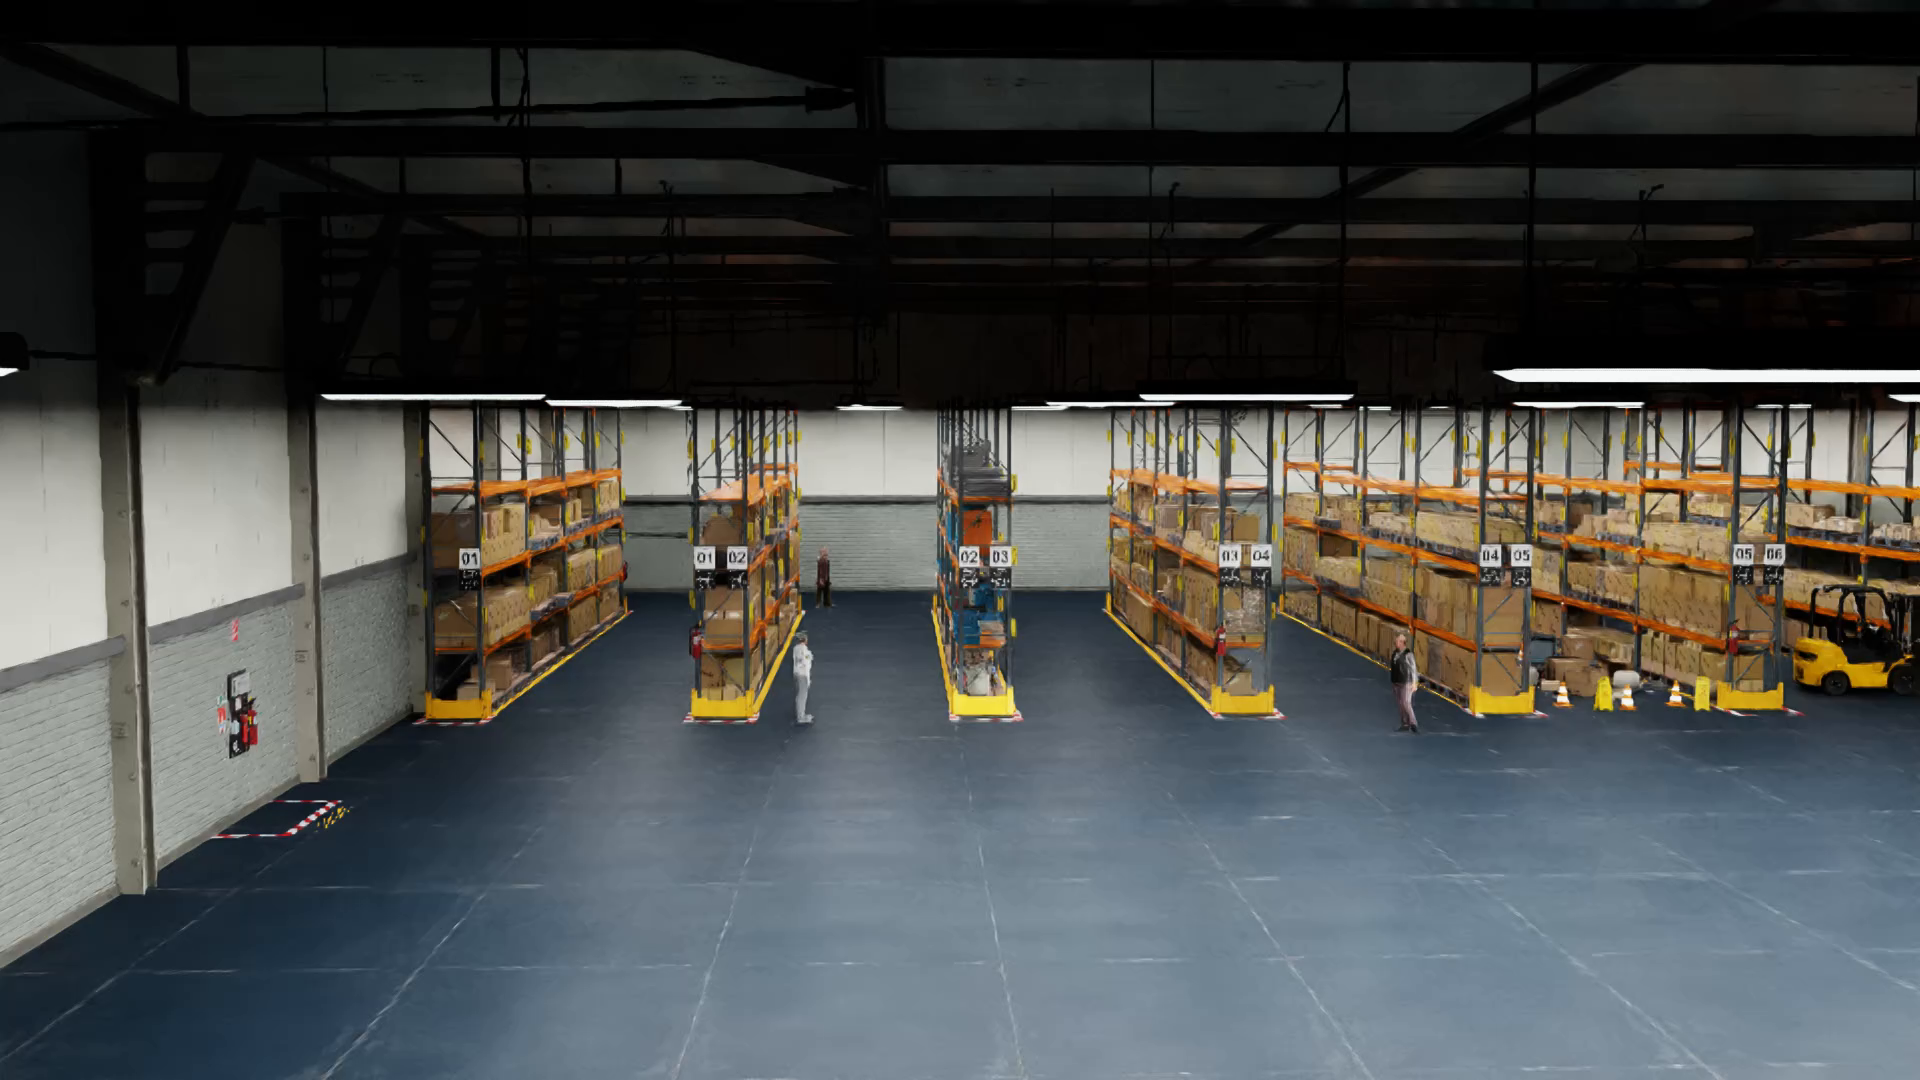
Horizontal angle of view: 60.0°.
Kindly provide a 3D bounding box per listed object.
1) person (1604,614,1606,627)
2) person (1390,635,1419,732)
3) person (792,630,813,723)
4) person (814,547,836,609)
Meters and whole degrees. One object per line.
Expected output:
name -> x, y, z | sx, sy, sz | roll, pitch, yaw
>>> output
person -> 16.486, 1.520, 42.950 | 0.501, 1.758, 0.588 | 2, 5, 28
person -> 7.943, 2.559, 29.726 | 0.403, 1.715, 0.635 | -2, 5, -29
person -> -2.874, 2.507, 30.659 | 0.416, 1.677, 0.537 | -3, 5, -32
person -> -3.963, 1.094, 48.271 | 0.512, 1.779, 0.680 | 2, 5, 22
